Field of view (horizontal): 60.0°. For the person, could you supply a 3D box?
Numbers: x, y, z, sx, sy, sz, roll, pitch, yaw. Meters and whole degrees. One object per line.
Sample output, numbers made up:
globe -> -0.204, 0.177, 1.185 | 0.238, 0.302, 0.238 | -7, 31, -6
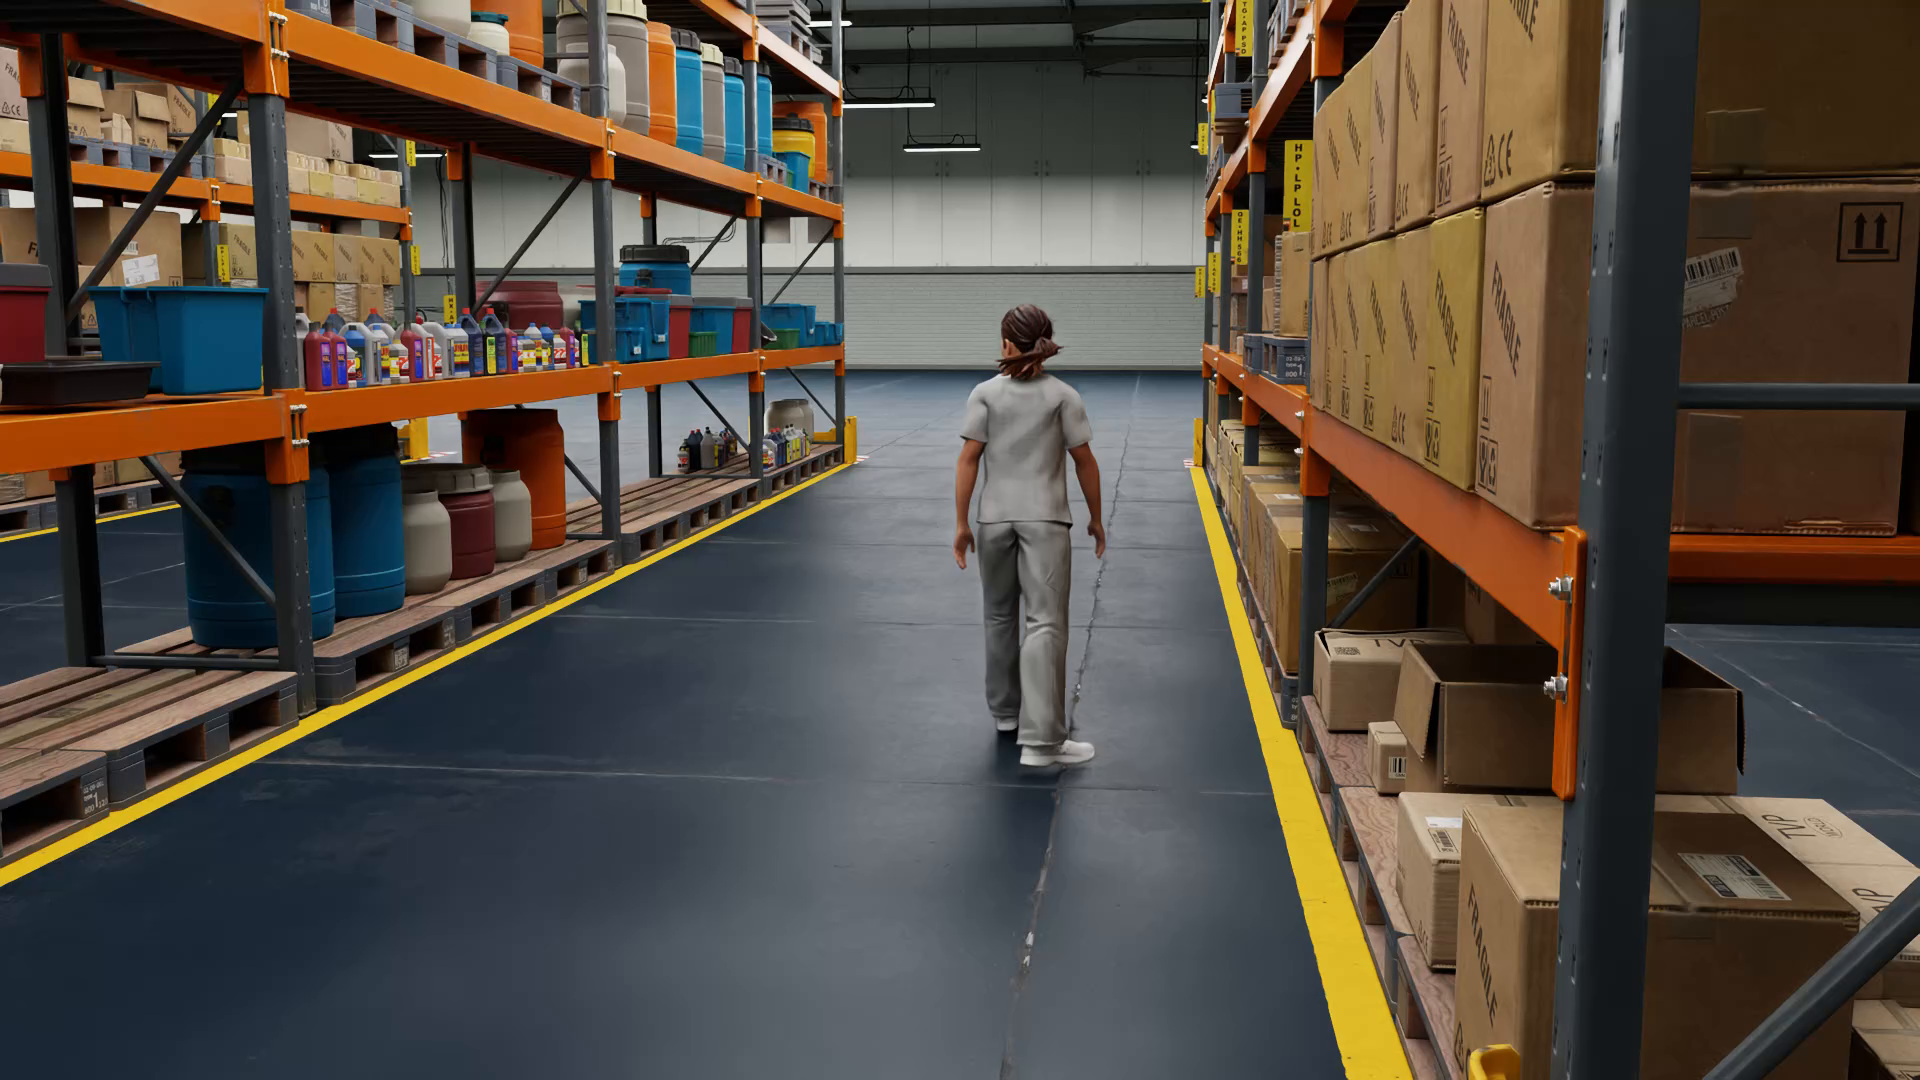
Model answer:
person -> 0.273, -0.035, 6.068 | 0.596, 1.681, 0.661 | 1, 8, 6
